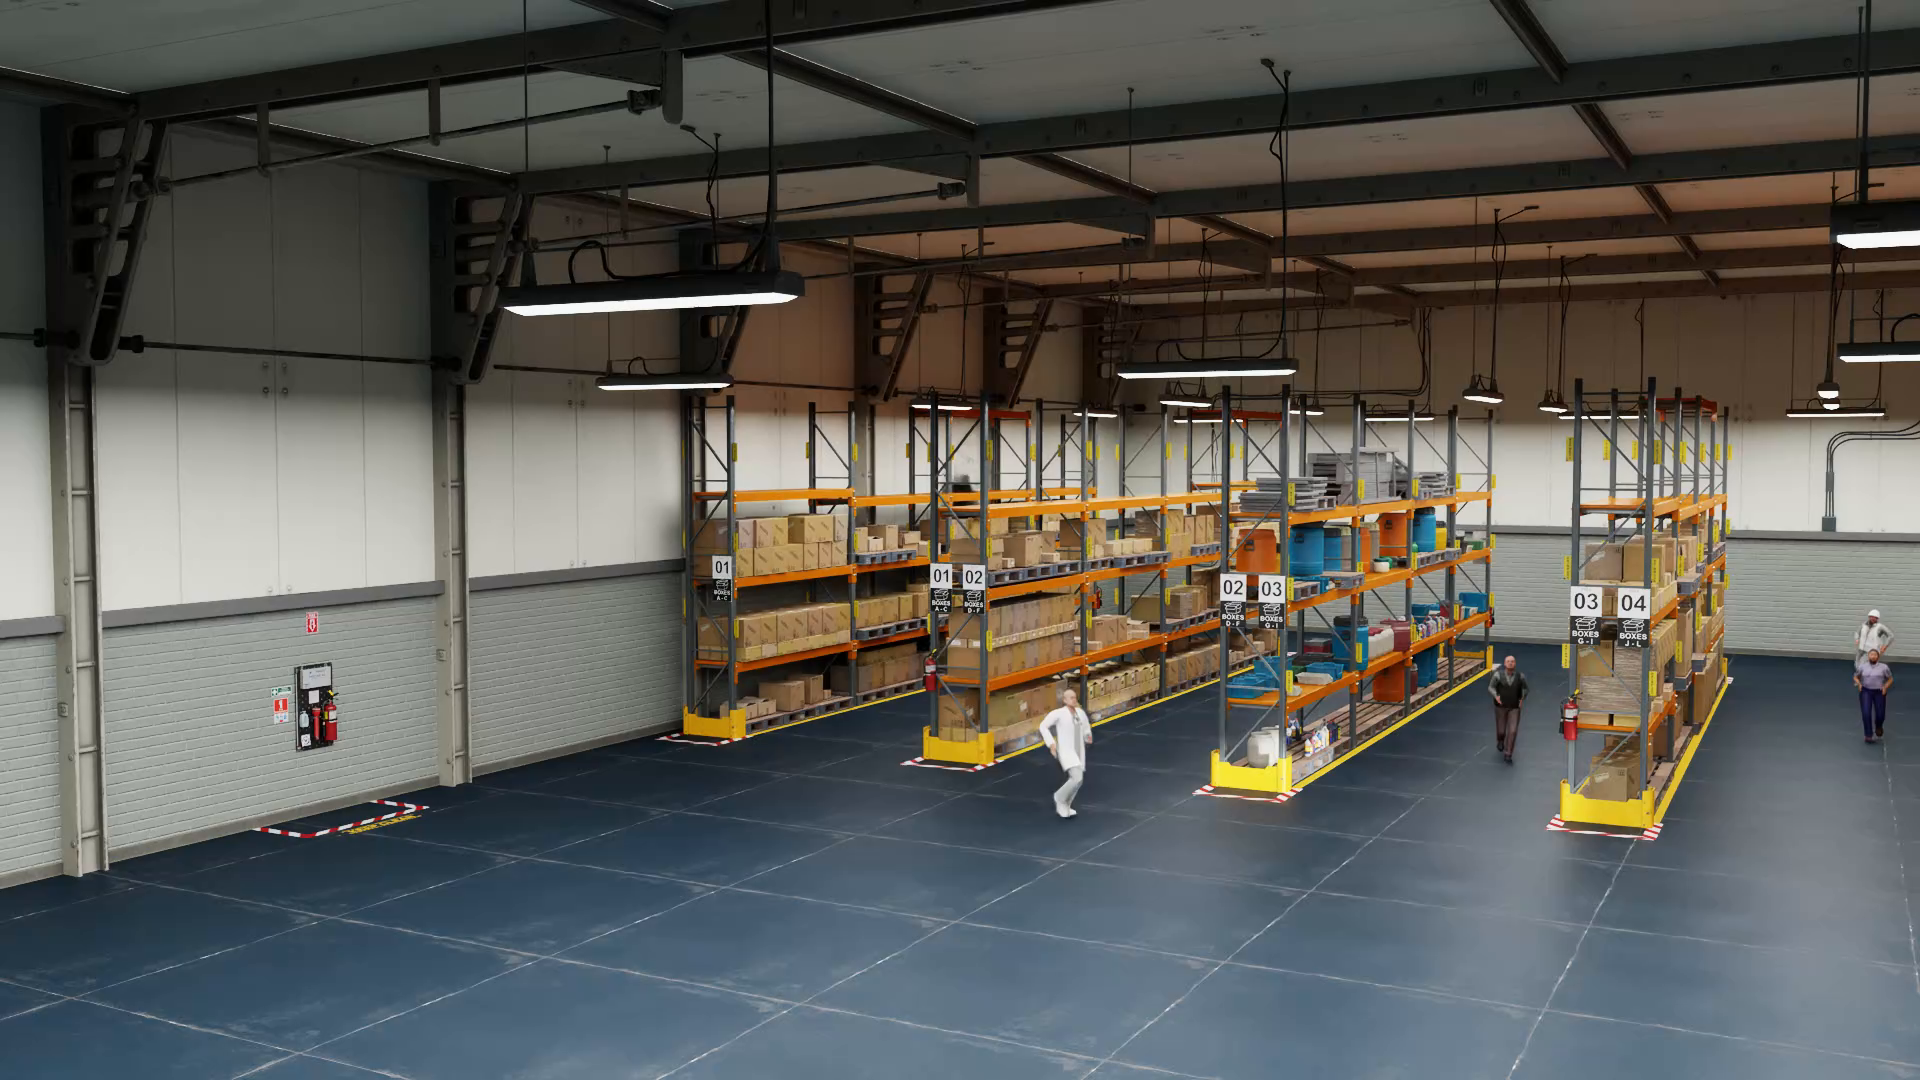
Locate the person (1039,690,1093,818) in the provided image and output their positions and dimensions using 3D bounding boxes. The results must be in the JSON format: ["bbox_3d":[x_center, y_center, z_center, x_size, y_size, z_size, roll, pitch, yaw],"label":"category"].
[{"bbox_3d":[1.546,2.921,22.664,0.693,1.741,0.662,-2,4,-38],"label":"person"}]

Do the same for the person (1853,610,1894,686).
[{"bbox_3d":[19.260,2.310,35.221,0.633,1.678,0.796,-1,3,-26],"label":"person"}]

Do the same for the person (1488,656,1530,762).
[{"bbox_3d":[8.925,2.728,27.050,0.657,1.697,0.752,1,3,13],"label":"person"}]

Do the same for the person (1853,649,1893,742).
[{"bbox_3d":[15.805,2.691,28.805,0.604,1.588,0.555,2,3,29],"label":"person"}]
